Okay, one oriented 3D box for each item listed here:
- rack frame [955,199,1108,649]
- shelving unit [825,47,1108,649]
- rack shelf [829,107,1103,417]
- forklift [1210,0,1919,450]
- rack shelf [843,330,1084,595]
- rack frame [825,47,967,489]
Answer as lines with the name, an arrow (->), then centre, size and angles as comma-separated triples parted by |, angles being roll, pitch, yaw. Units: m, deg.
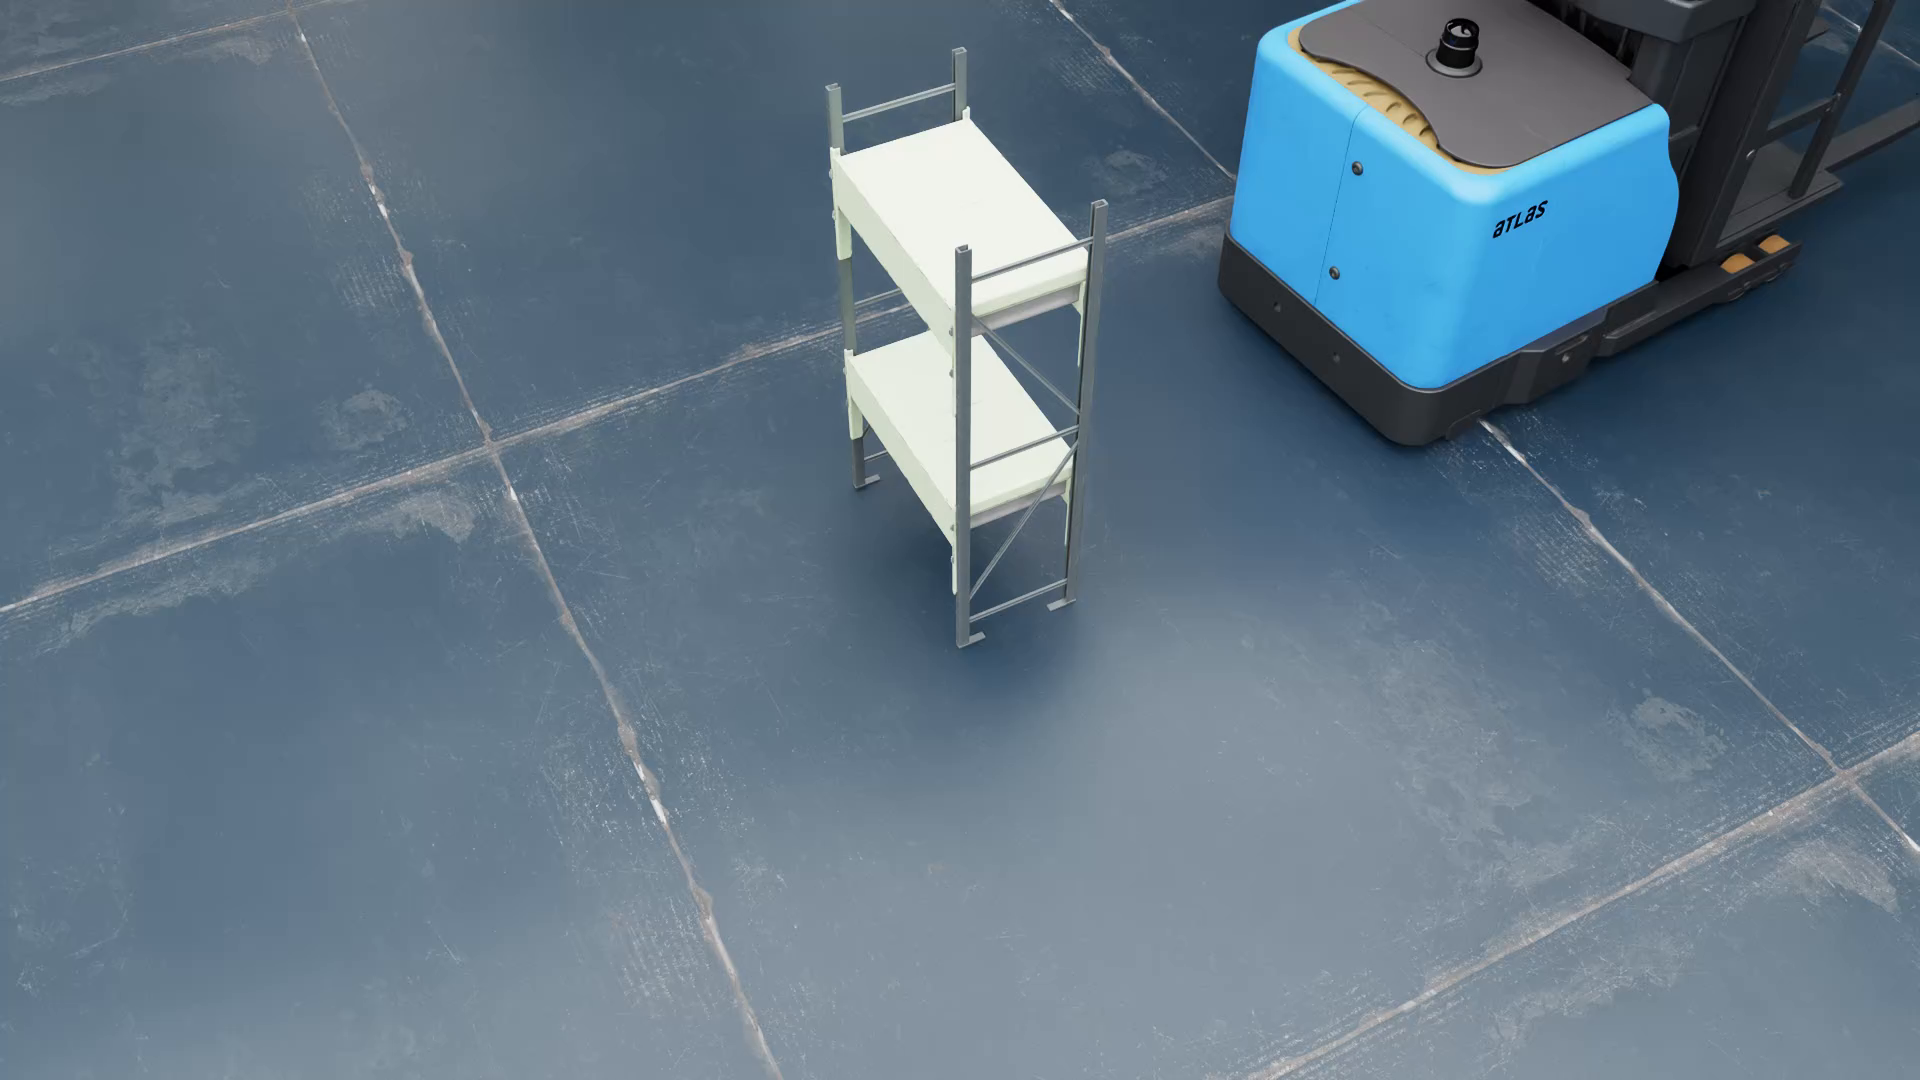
rack frame -> 0.171, -0.244, 4.467 | 0.400, 1.500, 0.023 | -21, 52, -18
shelving unit -> 0.003, -0.489, 4.682 | 0.431, 1.500, 0.755 | -21, 52, -18
rack shelf -> 0.003, -0.746, 4.388 | 0.431, 0.370, 0.720 | -21, 52, -18
forklift -> 2.412, -2.127, 5.164 | 3.031, 2.935, 1.130 | -26, 54, -21
rack shelf -> 0.003, -0.275, 4.927 | 0.431, 0.370, 0.720 | -21, 52, -18
rack frame -> -0.164, -0.734, 4.896 | 0.400, 1.500, 0.023 | -21, 52, -18
